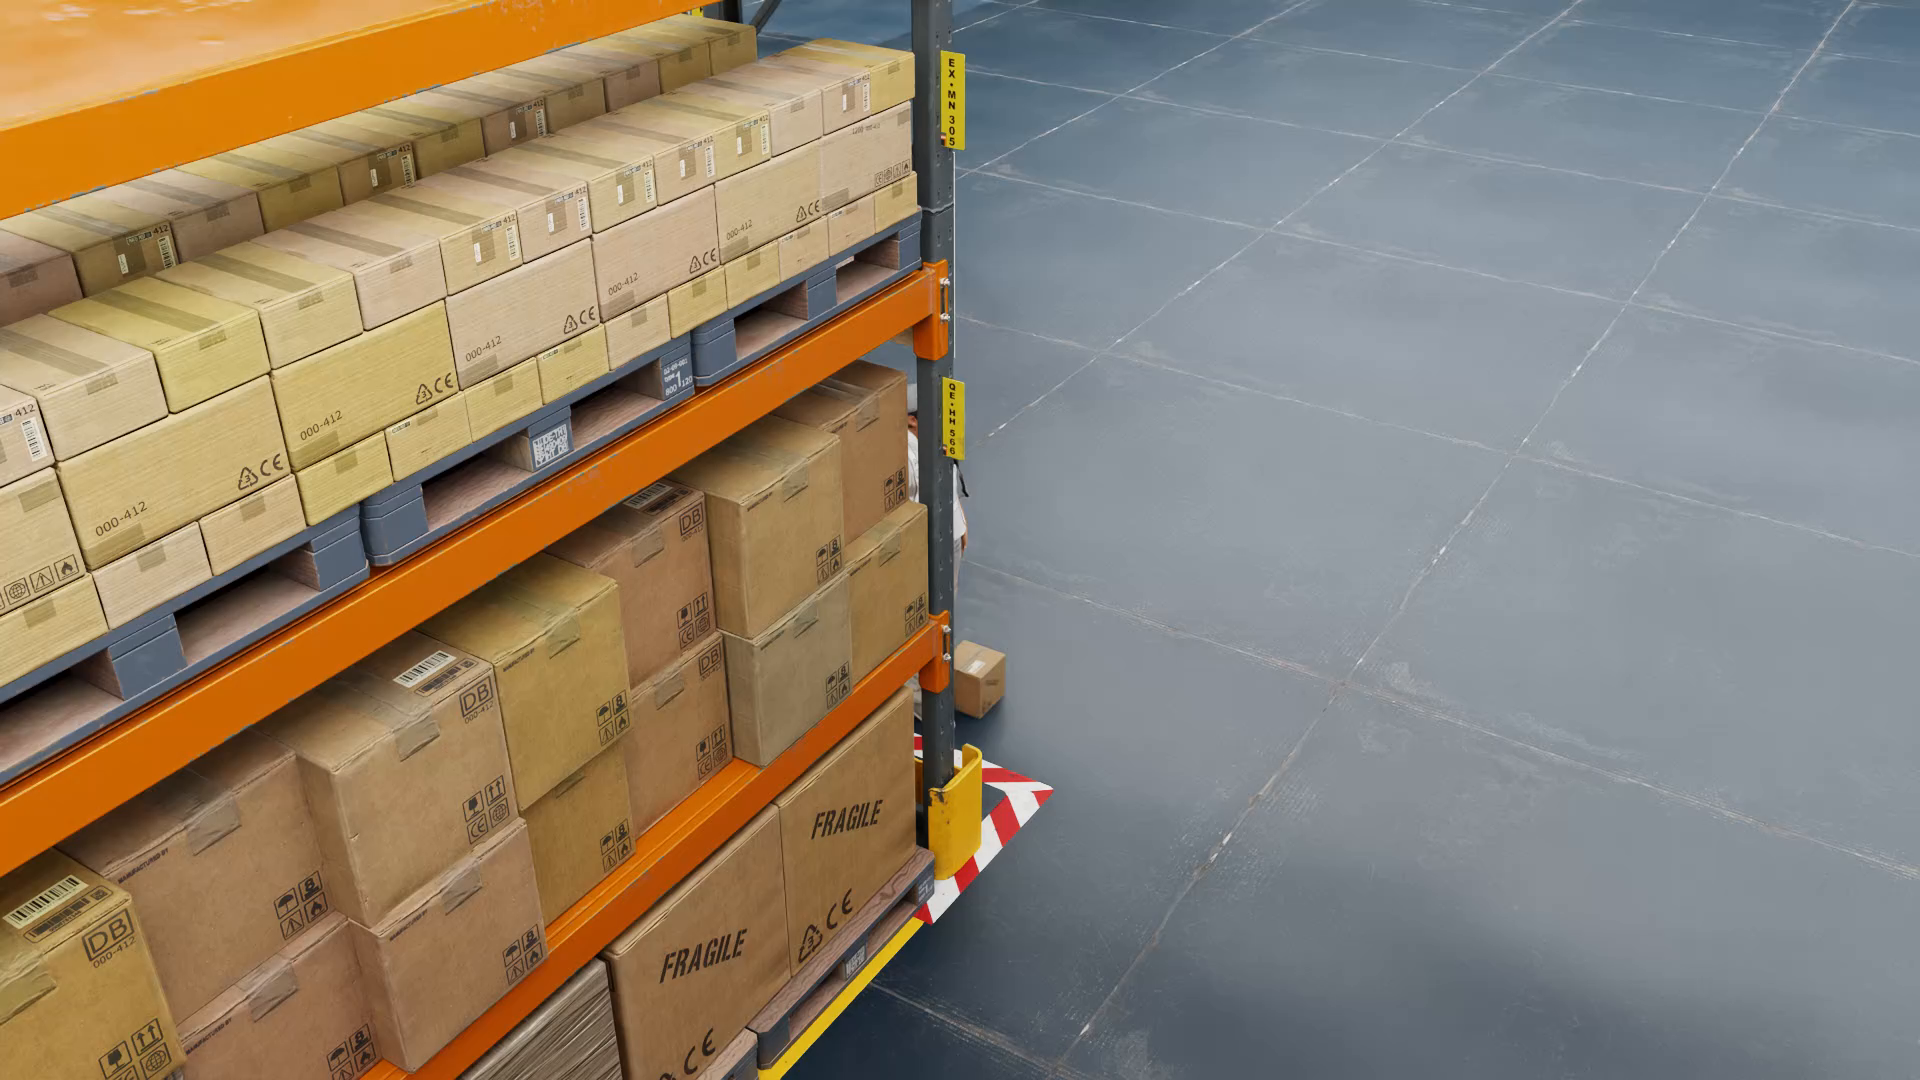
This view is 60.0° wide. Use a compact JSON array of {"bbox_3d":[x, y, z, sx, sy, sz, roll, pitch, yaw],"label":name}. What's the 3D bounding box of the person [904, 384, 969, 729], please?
[{"bbox_3d":[-0.121,0.051,8.072,0.529,1.670,0.596,19,35,28],"label":"person"}]
